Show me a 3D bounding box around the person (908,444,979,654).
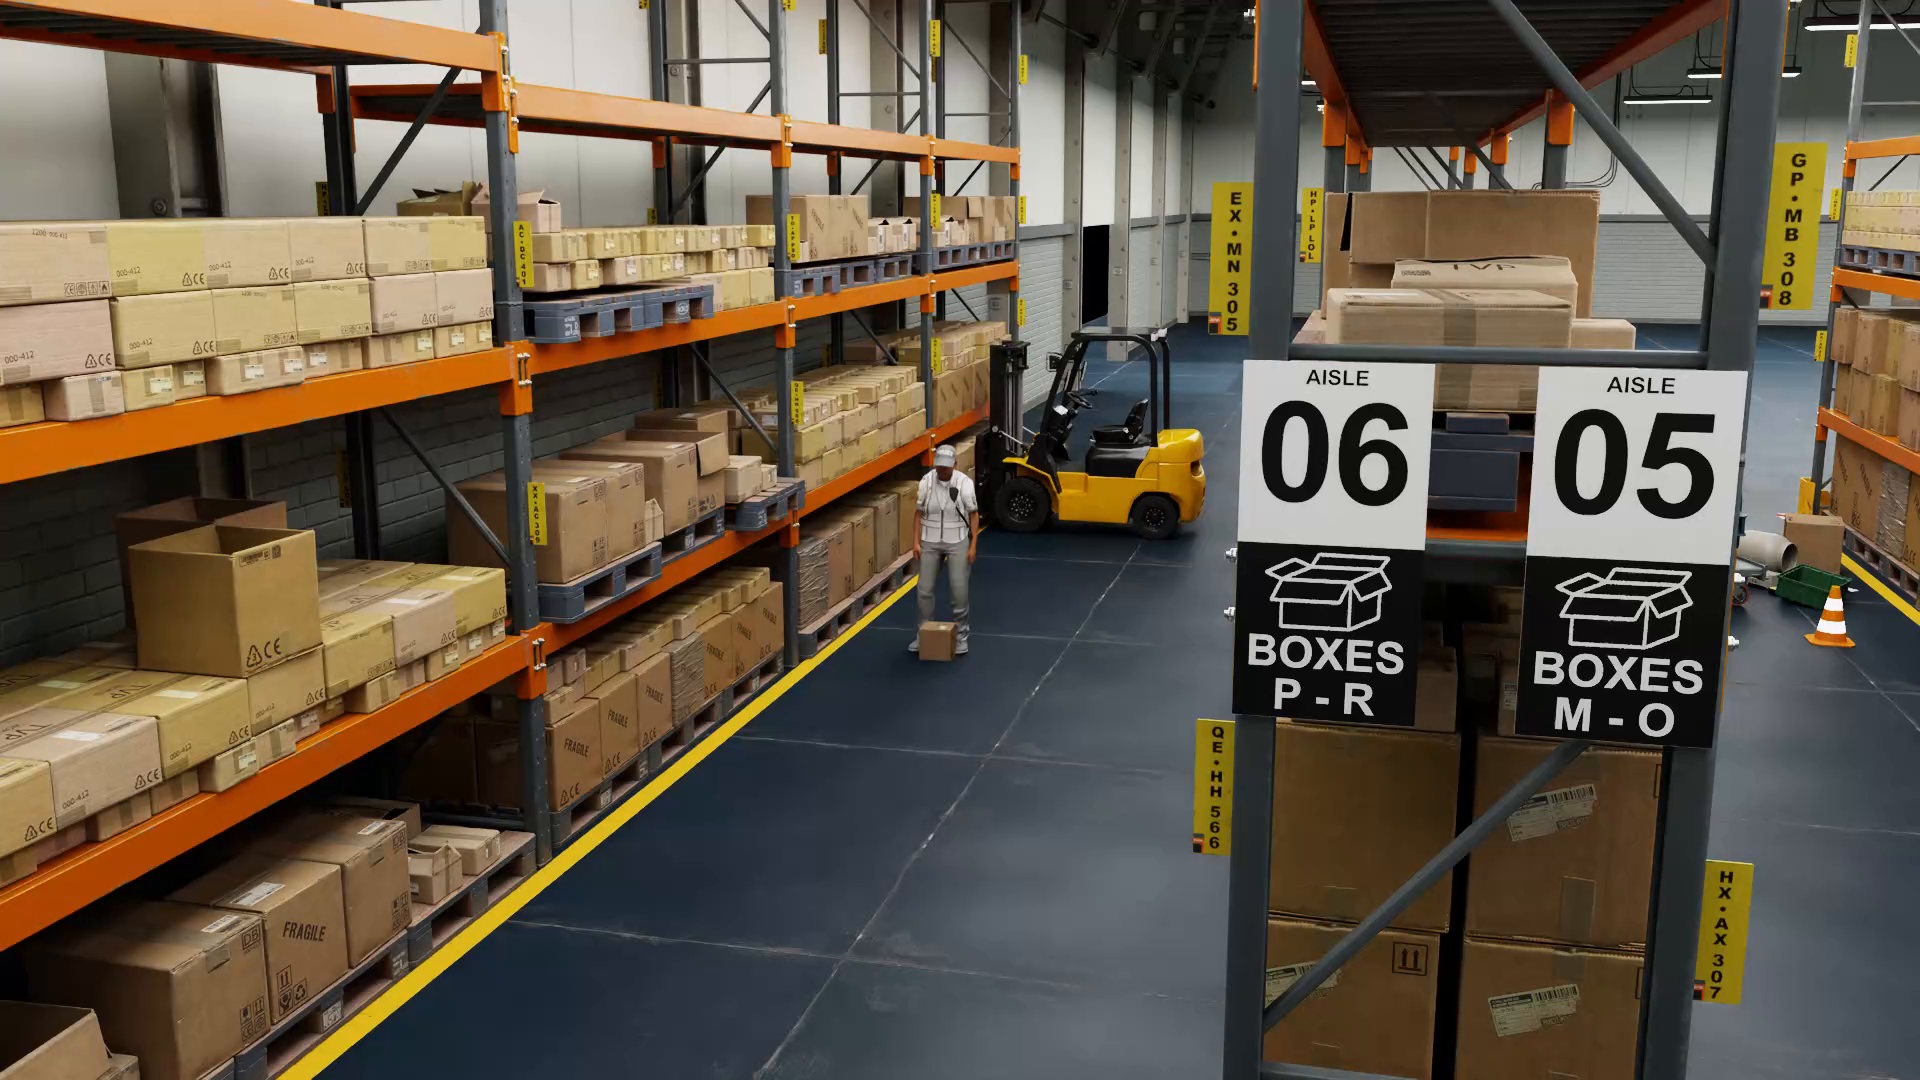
[{"bbox_3d":[-0.131,0.060,13.144,0.546,1.665,0.468,2,12,11],"label":"person"}]
